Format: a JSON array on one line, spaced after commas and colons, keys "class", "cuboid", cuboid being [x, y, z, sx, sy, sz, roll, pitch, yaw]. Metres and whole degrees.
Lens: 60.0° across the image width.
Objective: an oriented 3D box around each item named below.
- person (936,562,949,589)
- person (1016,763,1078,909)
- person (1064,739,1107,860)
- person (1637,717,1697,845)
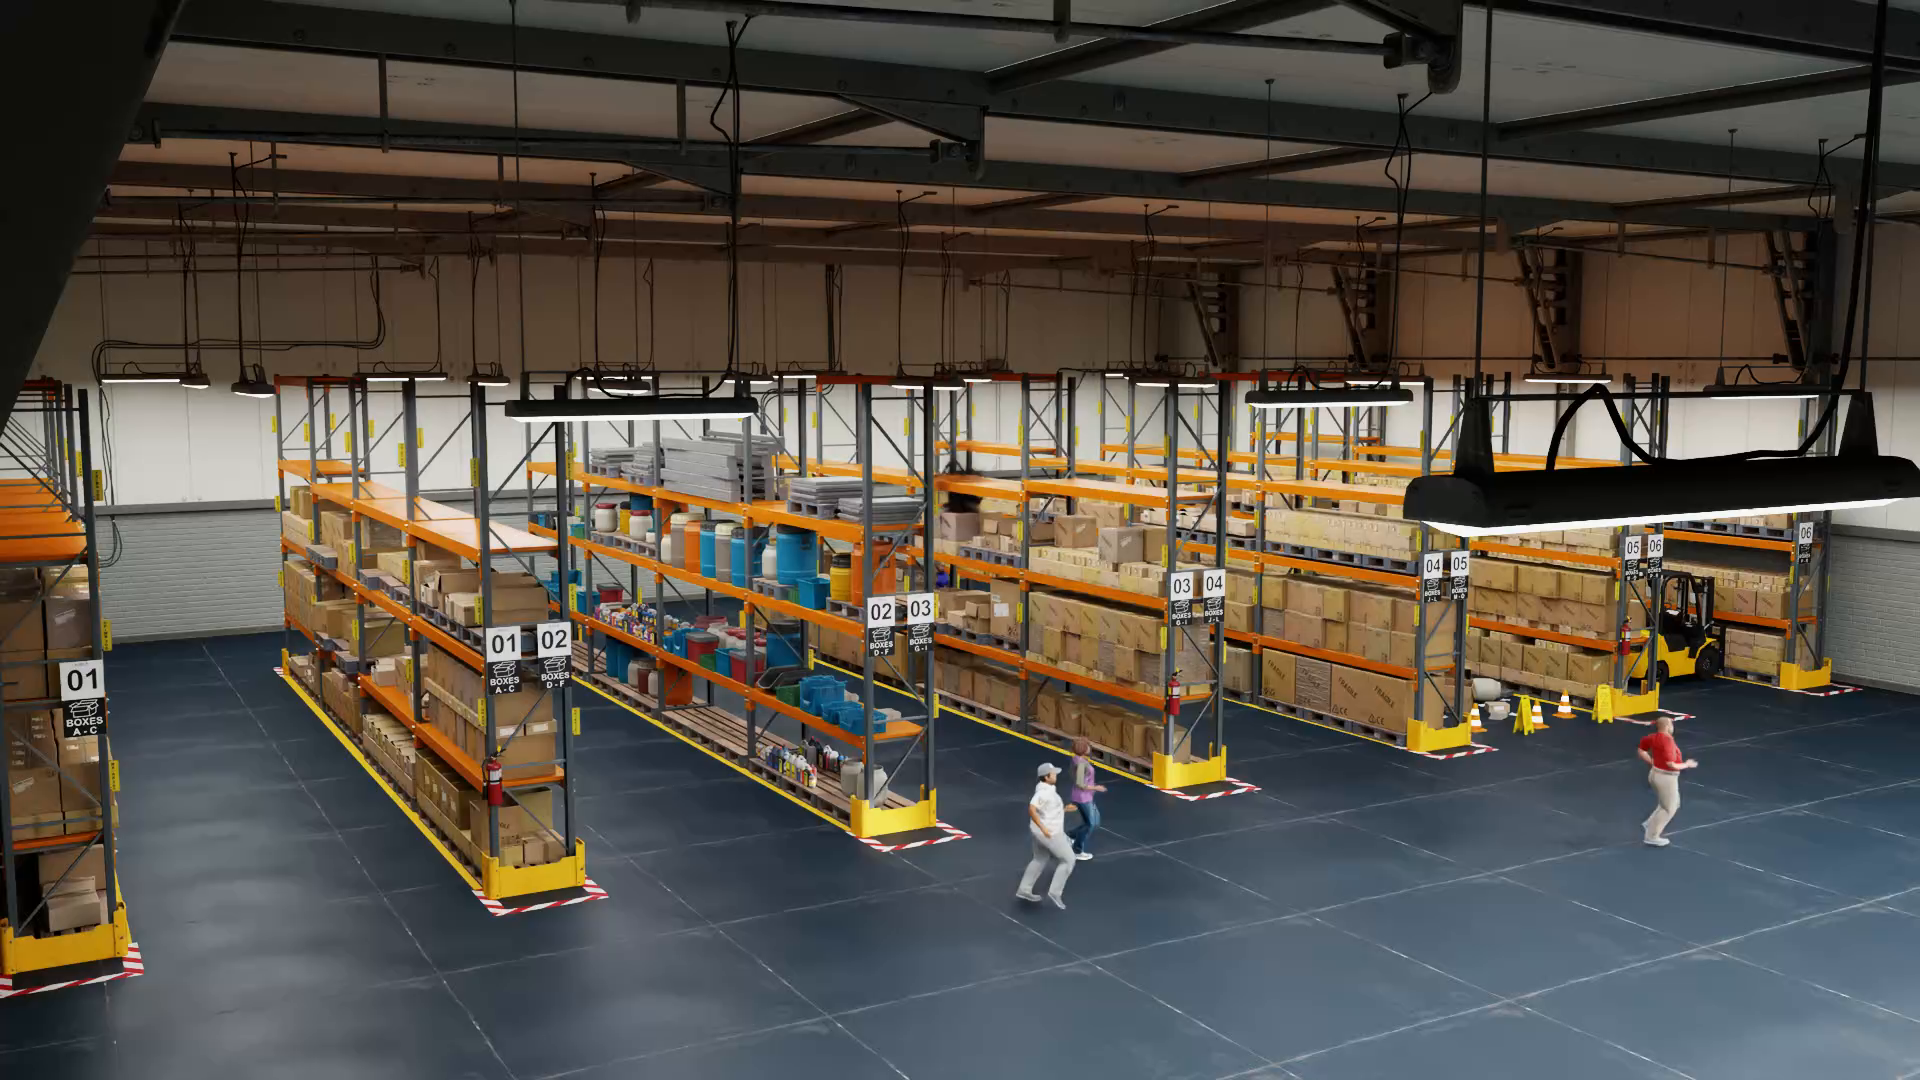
[{"class": "person", "cuboid": [-0.435, 1.326, 38.003, 0.569, 1.660, 0.901, -4, 7, -31]}, {"class": "person", "cuboid": [1.013, 3.418, 19.203, 0.716, 1.712, 0.574, -1, 6, -10]}, {"class": "person", "cuboid": [1.576, 3.264, 20.977, 0.549, 1.553, 0.529, 0, 6, 2]}, {"class": "person", "cuboid": [9.204, 3.129, 21.604, 0.621, 1.708, 0.648, 0, 6, -1]}]
